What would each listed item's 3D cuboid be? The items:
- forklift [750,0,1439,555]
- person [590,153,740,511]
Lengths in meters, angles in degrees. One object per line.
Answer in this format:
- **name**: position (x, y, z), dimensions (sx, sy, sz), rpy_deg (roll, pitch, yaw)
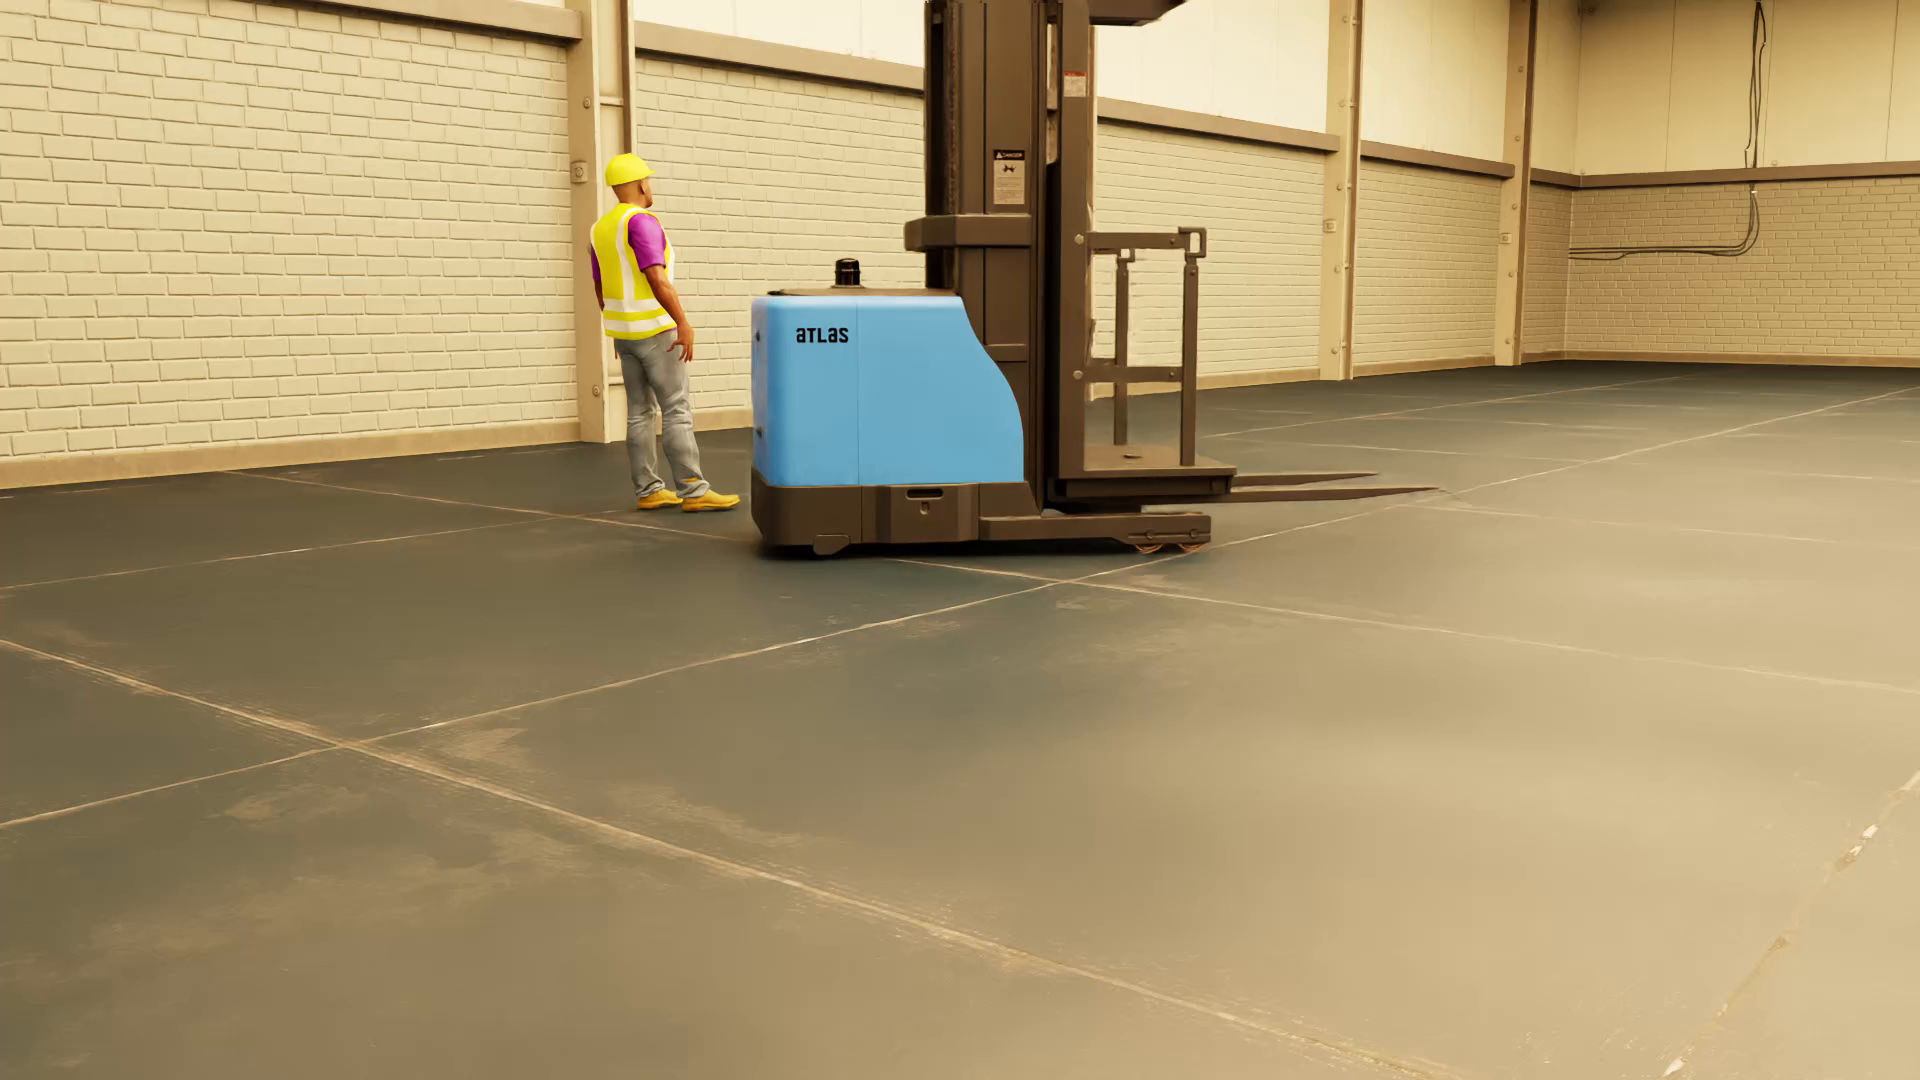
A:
- **forklift**: position (0.609, -1.471, 7.332), dimensions (3.031, 2.935, 1.130), rpy_deg (-2, 8, -11)
- **person**: position (-1.522, -1.044, 8.388), dimensions (0.576, 1.766, 0.666), rpy_deg (-8, 11, -42)
